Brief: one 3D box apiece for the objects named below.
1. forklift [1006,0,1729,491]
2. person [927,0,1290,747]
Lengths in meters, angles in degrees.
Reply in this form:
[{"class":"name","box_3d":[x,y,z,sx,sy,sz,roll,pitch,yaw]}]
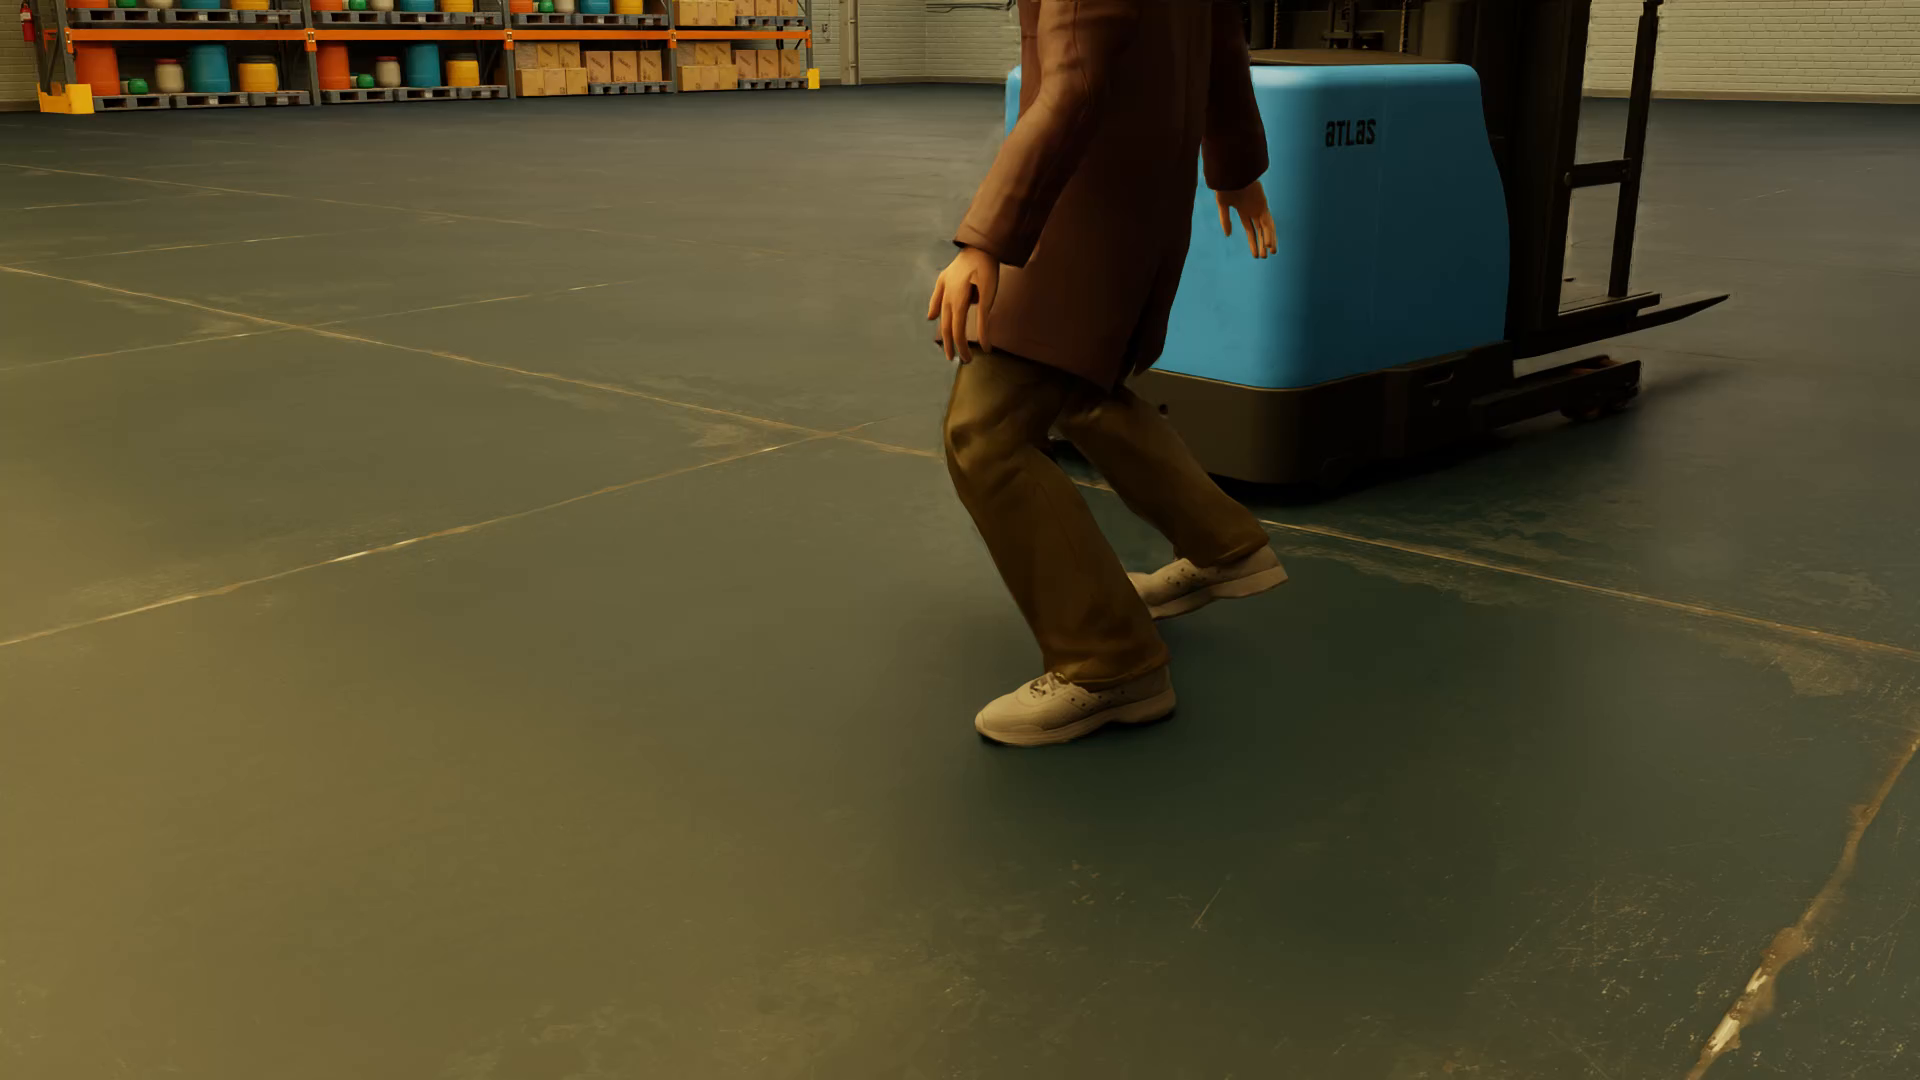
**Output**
[{"class":"forklift","box_3d":[1.529,-1.871,5.061,3.031,2.935,1.130,-15,23,-41]},{"class":"person","box_3d":[0.278,-0.569,2.940,0.577,1.687,0.939,10,20,30]}]
